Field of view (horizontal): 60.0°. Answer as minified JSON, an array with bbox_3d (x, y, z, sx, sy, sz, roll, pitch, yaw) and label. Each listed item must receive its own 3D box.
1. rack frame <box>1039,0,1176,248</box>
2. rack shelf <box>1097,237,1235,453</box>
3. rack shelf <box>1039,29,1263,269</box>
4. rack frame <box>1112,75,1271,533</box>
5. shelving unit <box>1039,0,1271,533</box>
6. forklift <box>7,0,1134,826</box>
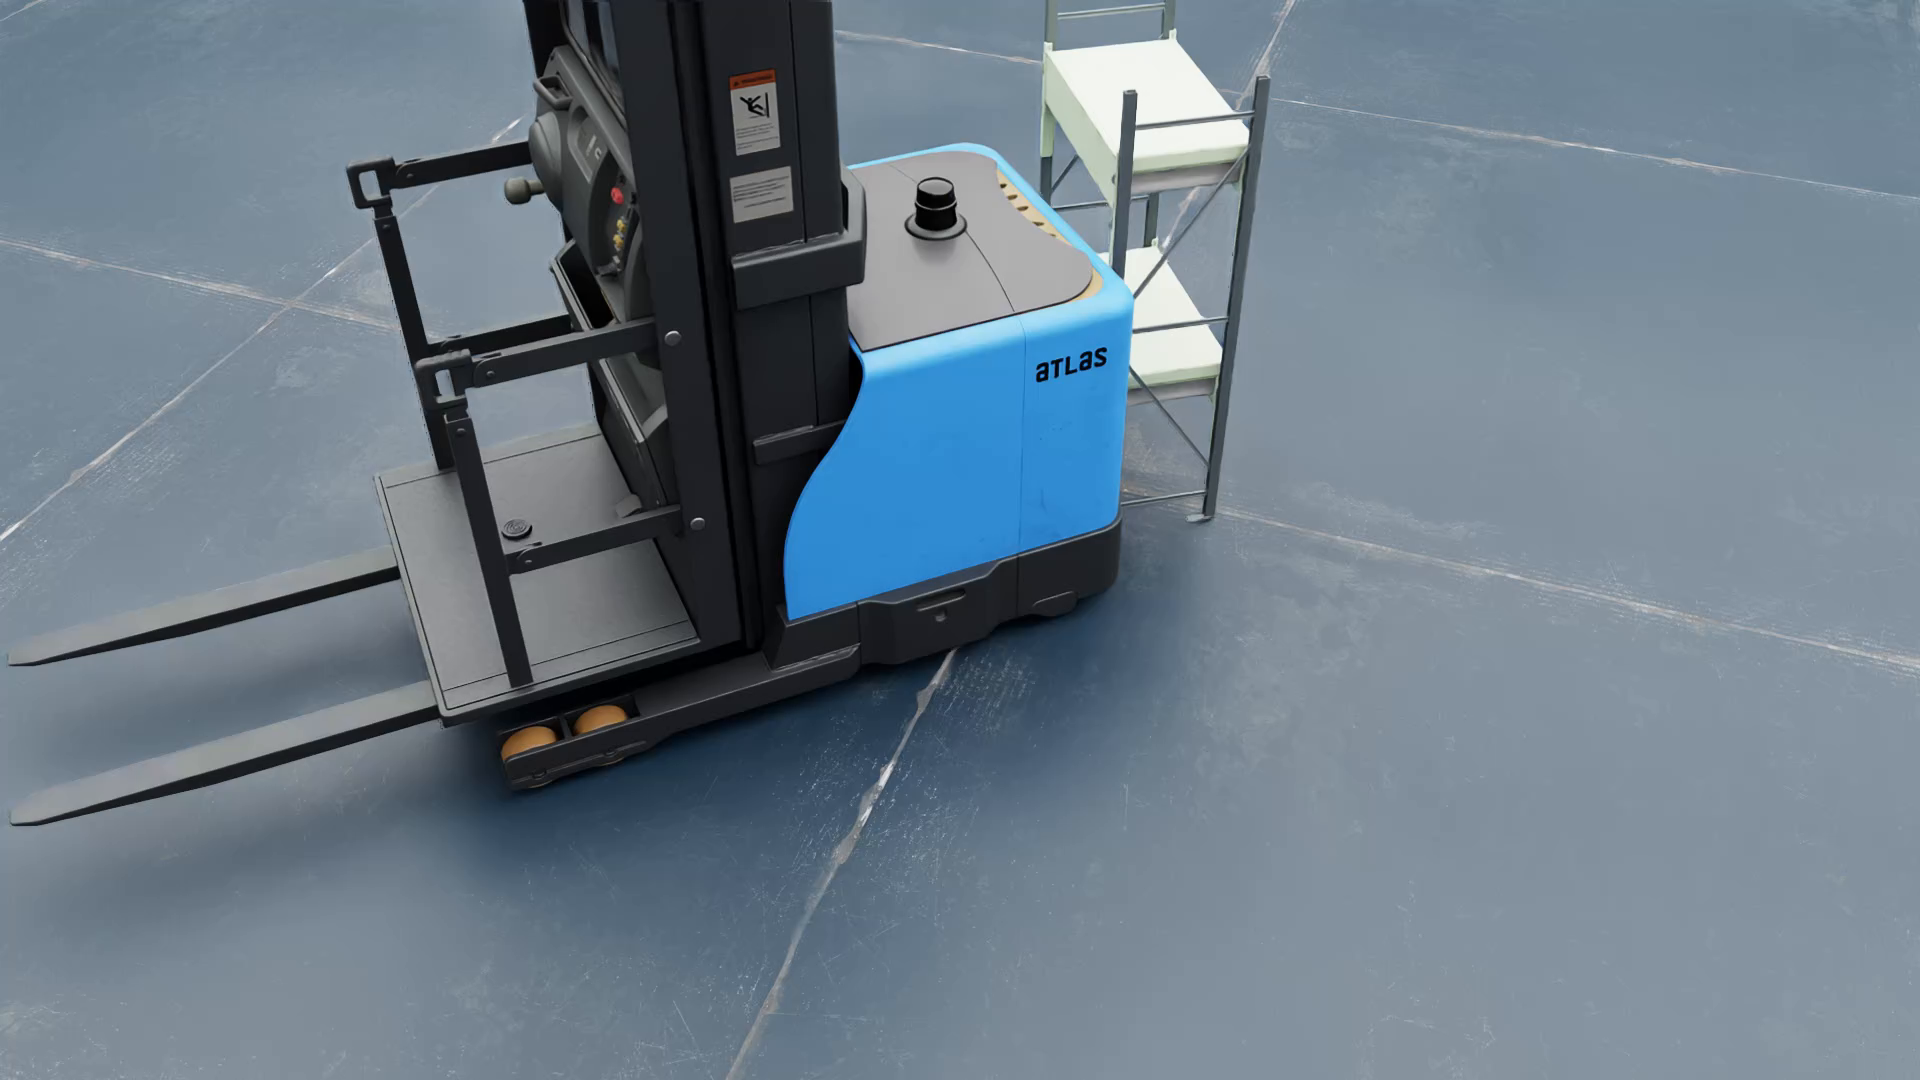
[{"bbox_3d":[0.448,-1.079,5.359,0.400,1.500,0.023,-9,41,-10],"label":"rack frame"},{"bbox_3d":[0.534,-0.600,5.300,0.431,0.370,0.720,-9,41,-10],"label":"rack shelf"},{"bbox_3d":[0.534,-1.145,4.835,0.431,0.370,0.720,-9,41,-10],"label":"rack shelf"},{"bbox_3d":[0.619,-0.617,4.818,0.400,1.500,0.023,-9,41,-10],"label":"rack frame"},{"bbox_3d":[0.534,-0.848,5.089,0.431,1.500,0.755,-9,41,-10],"label":"shelving unit"},{"bbox_3d":[-1.086,-0.842,3.979,3.031,2.935,1.130,-16,43,-18],"label":"forklift"}]
